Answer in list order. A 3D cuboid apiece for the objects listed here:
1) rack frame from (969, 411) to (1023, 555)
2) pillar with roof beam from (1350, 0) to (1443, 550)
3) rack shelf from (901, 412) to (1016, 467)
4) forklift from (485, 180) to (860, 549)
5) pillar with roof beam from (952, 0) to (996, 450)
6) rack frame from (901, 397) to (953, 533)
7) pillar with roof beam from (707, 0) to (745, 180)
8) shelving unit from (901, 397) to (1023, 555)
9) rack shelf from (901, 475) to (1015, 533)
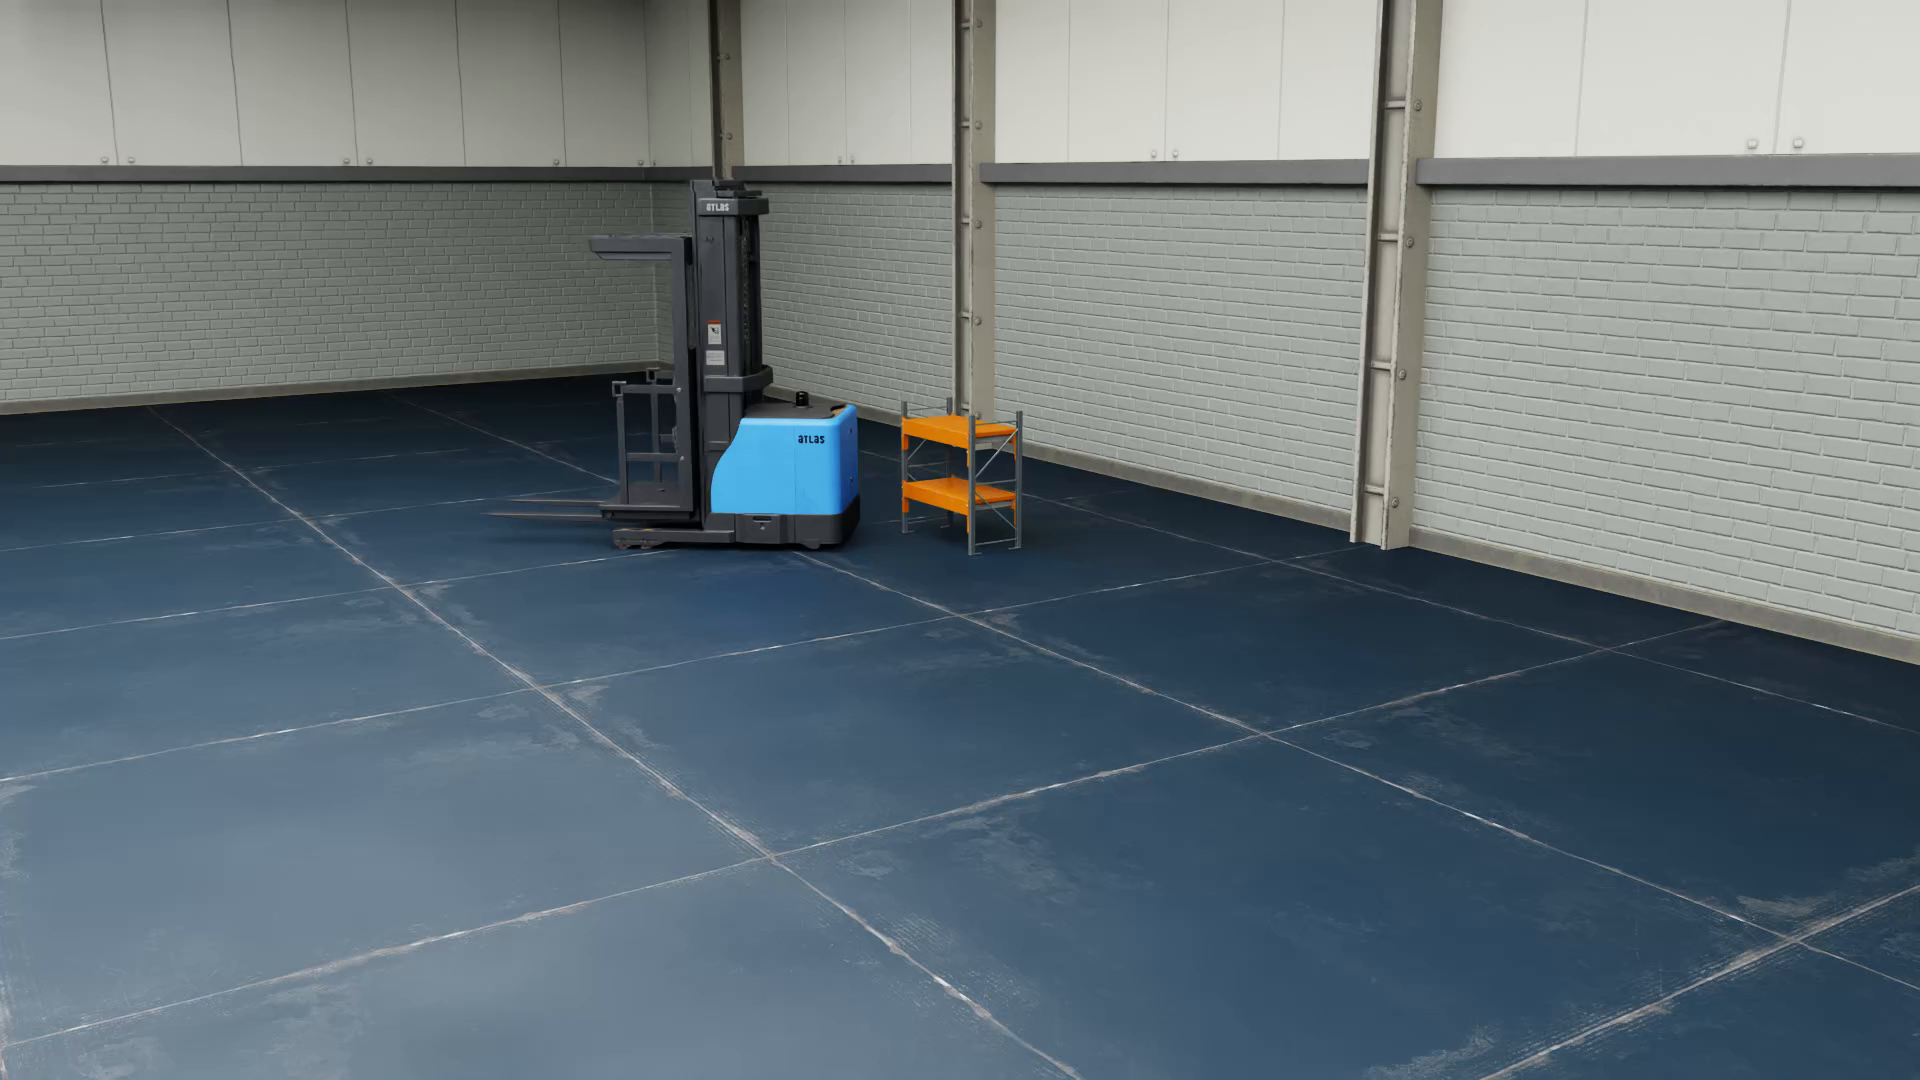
[{"bbox_3d":[0.285,-0.458,13.323,0.500,1.125,0.032,-8,15,-33],"label":"rack frame"},{"bbox_3d":[-0.113,-3.859,10.445,9.100,9.000,0.400,-8,15,-33],"label":"pillar with roof beam"},{"bbox_3d":[0.004,-0.834,13.674,0.538,0.278,1.000,-8,15,-33],"label":"rack shelf"},{"bbox_3d":[-2.408,-1.468,13.714,3.031,2.935,1.130,1,12,5],"label":"forklift"},{"bbox_3d":[-3.437,-4.926,15.325,9.100,9.000,0.400,-8,15,-33],"label":"pillar with roof beam"},{"bbox_3d":[-0.278,-0.639,14.150,0.500,1.125,0.032,-8,15,-33],"label":"rack frame"},{"bbox_3d":[-6.762,-5.993,20.205,9.100,9.000,0.400,-8,15,-33],"label":"pillar with roof beam"},{"bbox_3d":[0.004,-0.548,13.736,0.538,1.125,1.048,-8,15,-33],"label":"shelving unit"},{"bbox_3d":[0.004,-0.309,13.788,0.538,0.278,1.000,-8,15,-33],"label":"rack shelf"}]
